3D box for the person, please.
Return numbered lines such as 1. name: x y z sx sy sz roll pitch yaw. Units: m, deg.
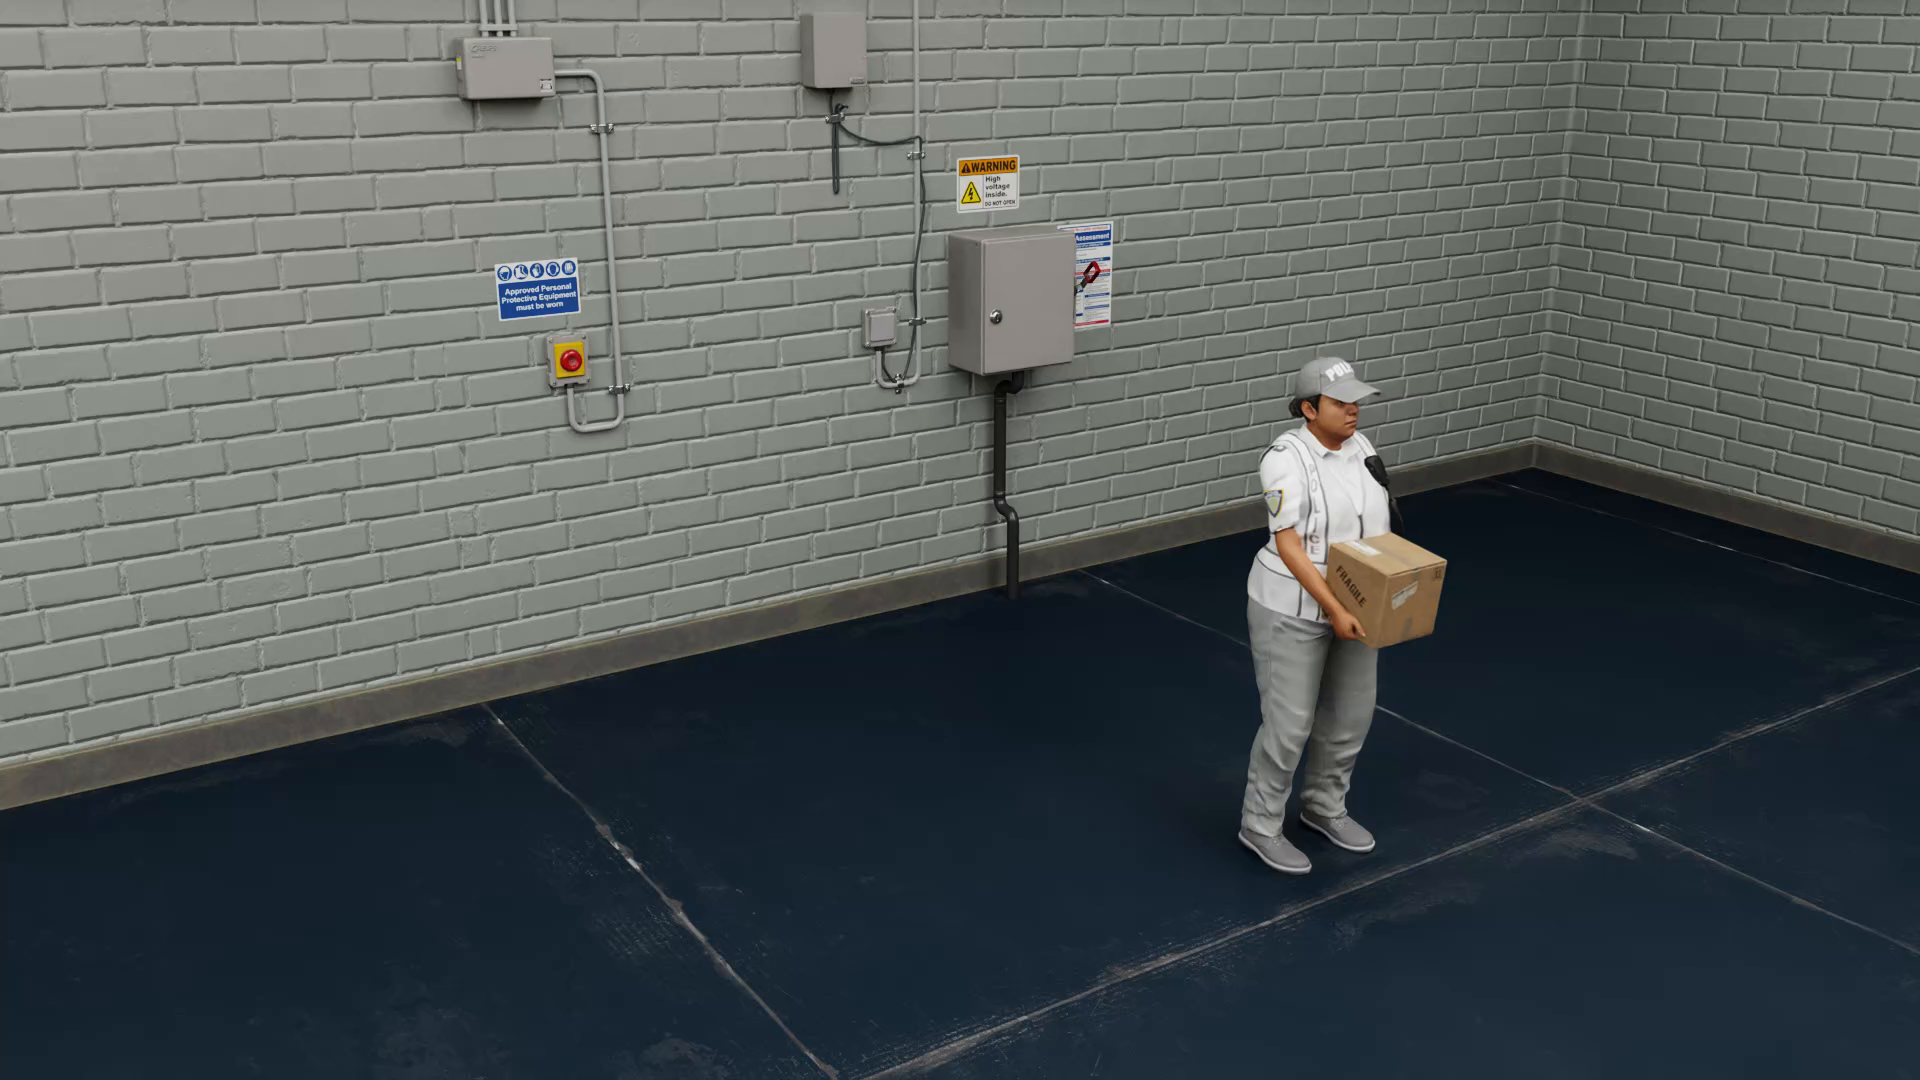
1. person: 1.192 0.253 5.301 0.455 1.658 0.535 -11 21 -31
